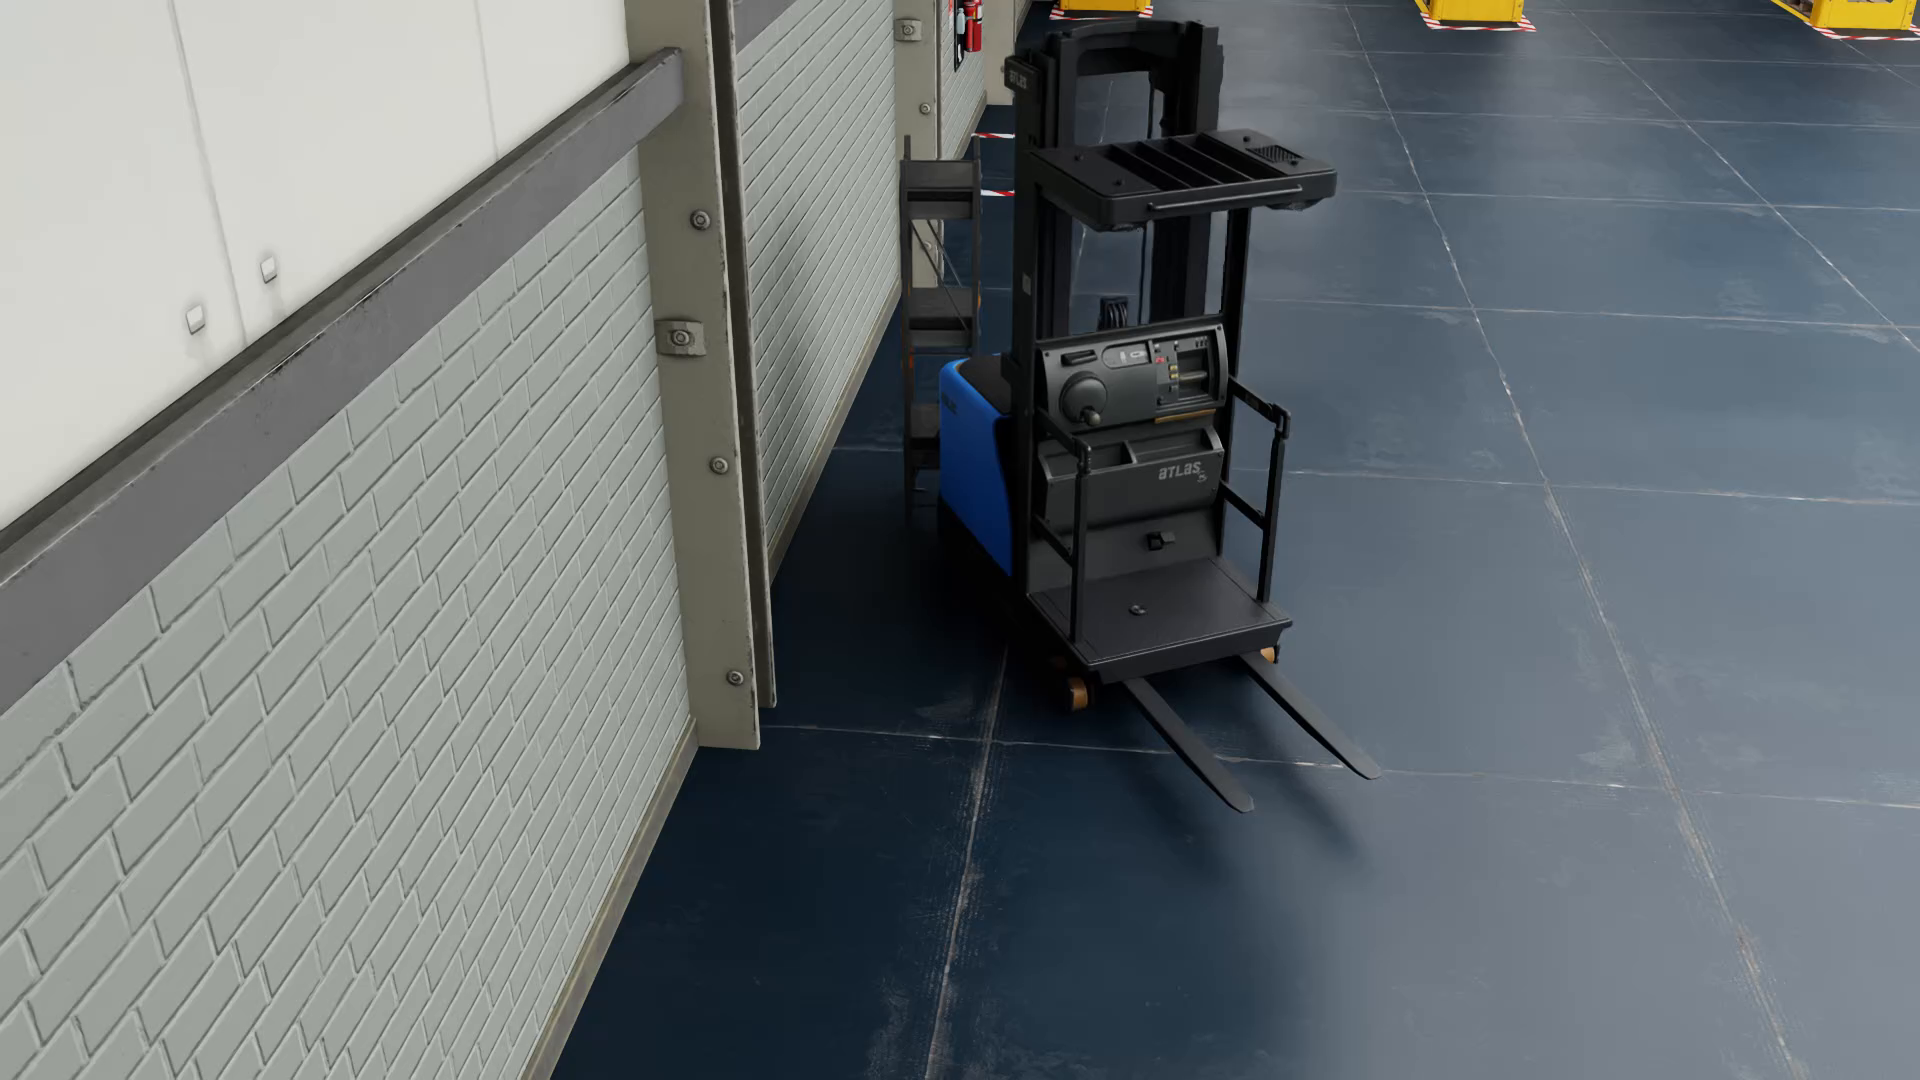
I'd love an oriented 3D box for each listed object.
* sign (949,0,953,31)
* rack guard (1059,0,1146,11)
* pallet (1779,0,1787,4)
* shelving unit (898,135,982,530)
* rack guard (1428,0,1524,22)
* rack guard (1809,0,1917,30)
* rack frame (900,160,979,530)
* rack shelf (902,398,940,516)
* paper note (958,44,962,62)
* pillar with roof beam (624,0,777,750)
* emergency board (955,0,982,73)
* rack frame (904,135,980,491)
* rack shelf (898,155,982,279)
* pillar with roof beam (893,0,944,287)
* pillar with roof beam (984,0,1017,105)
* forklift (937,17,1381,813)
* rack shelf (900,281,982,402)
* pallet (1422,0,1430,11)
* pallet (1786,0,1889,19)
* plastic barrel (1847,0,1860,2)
[{"bbox_3d":[-0.081,-4.725,14.821,0.001,0.329,0.234,3,28,6],"label":"sign"},{"bbox_3d":[1.947,-7.505,22.653,1.175,0.500,0.348,3,28,6],"label":"rack guard"},{"bbox_3d":[11.990,-7.759,23.430,1.003,0.211,1.213,3,28,6],"label":"pallet"},{"bbox_3d":[-0.099,-1.101,9.080,0.431,2.100,0.503,0,28,1],"label":"shelving unit"},{"bbox_3d":[6.852,-7.172,22.035,1.175,0.500,0.348,3,28,6],"label":"rack guard"},{"bbox_3d":[11.733,-6.932,21.590,1.175,0.500,0.348,3,28,6],"label":"rack guard"},{"bbox_3d":[-0.103,-0.985,8.865,0.400,2.100,0.015,0,28,1],"label":"rack frame"},{"bbox_3d":[-0.099,-0.473,9.419,0.431,0.518,0.480,0,28,1],"label":"rack shelf"},{"bbox_3d":[-0.001,-4.497,15.363,0.016,0.148,0.142,3,28,6],"label":"paper note"},{"bbox_3d":[3.232,-2.867,5.085,9.100,9.000,0.400,3,28,6],"label":"pillar with roof beam"},{"bbox_3d":[0.089,-4.964,15.302,0.194,1.169,0.643,3,28,6],"label":"emergency board"},{"bbox_3d":[-0.095,-1.217,9.295,0.400,2.100,0.015,0,28,1],"label":"rack frame"},{"bbox_3d":[-0.099,-1.705,8.755,0.431,0.518,0.480,0,28,1],"label":"rack shelf"},{"bbox_3d":[3.967,-5.692,10.327,9.100,9.000,0.400,3,28,6],"label":"pillar with roof beam"},{"bbox_3d":[4.702,-8.516,15.569,9.100,9.000,0.400,3,28,6],"label":"pillar with roof beam"},{"bbox_3d":[0.892,-0.716,7.489,1.130,2.935,3.031,-11,30,-19],"label":"forklift"},{"bbox_3d":[-0.099,-1.089,9.087,0.431,0.518,0.480,0,28,1],"label":"rack shelf"},{"bbox_3d":[6.907,-7.418,22.797,1.003,0.211,1.213,3,28,6],"label":"pallet"},{"bbox_3d":[11.838,-7.187,22.367,1.003,0.211,1.213,3,28,6],"label":"pallet"},{"bbox_3d":[11.775,-7.398,21.999,0.421,0.512,0.421,0,28,0],"label":"plastic barrel"}]
